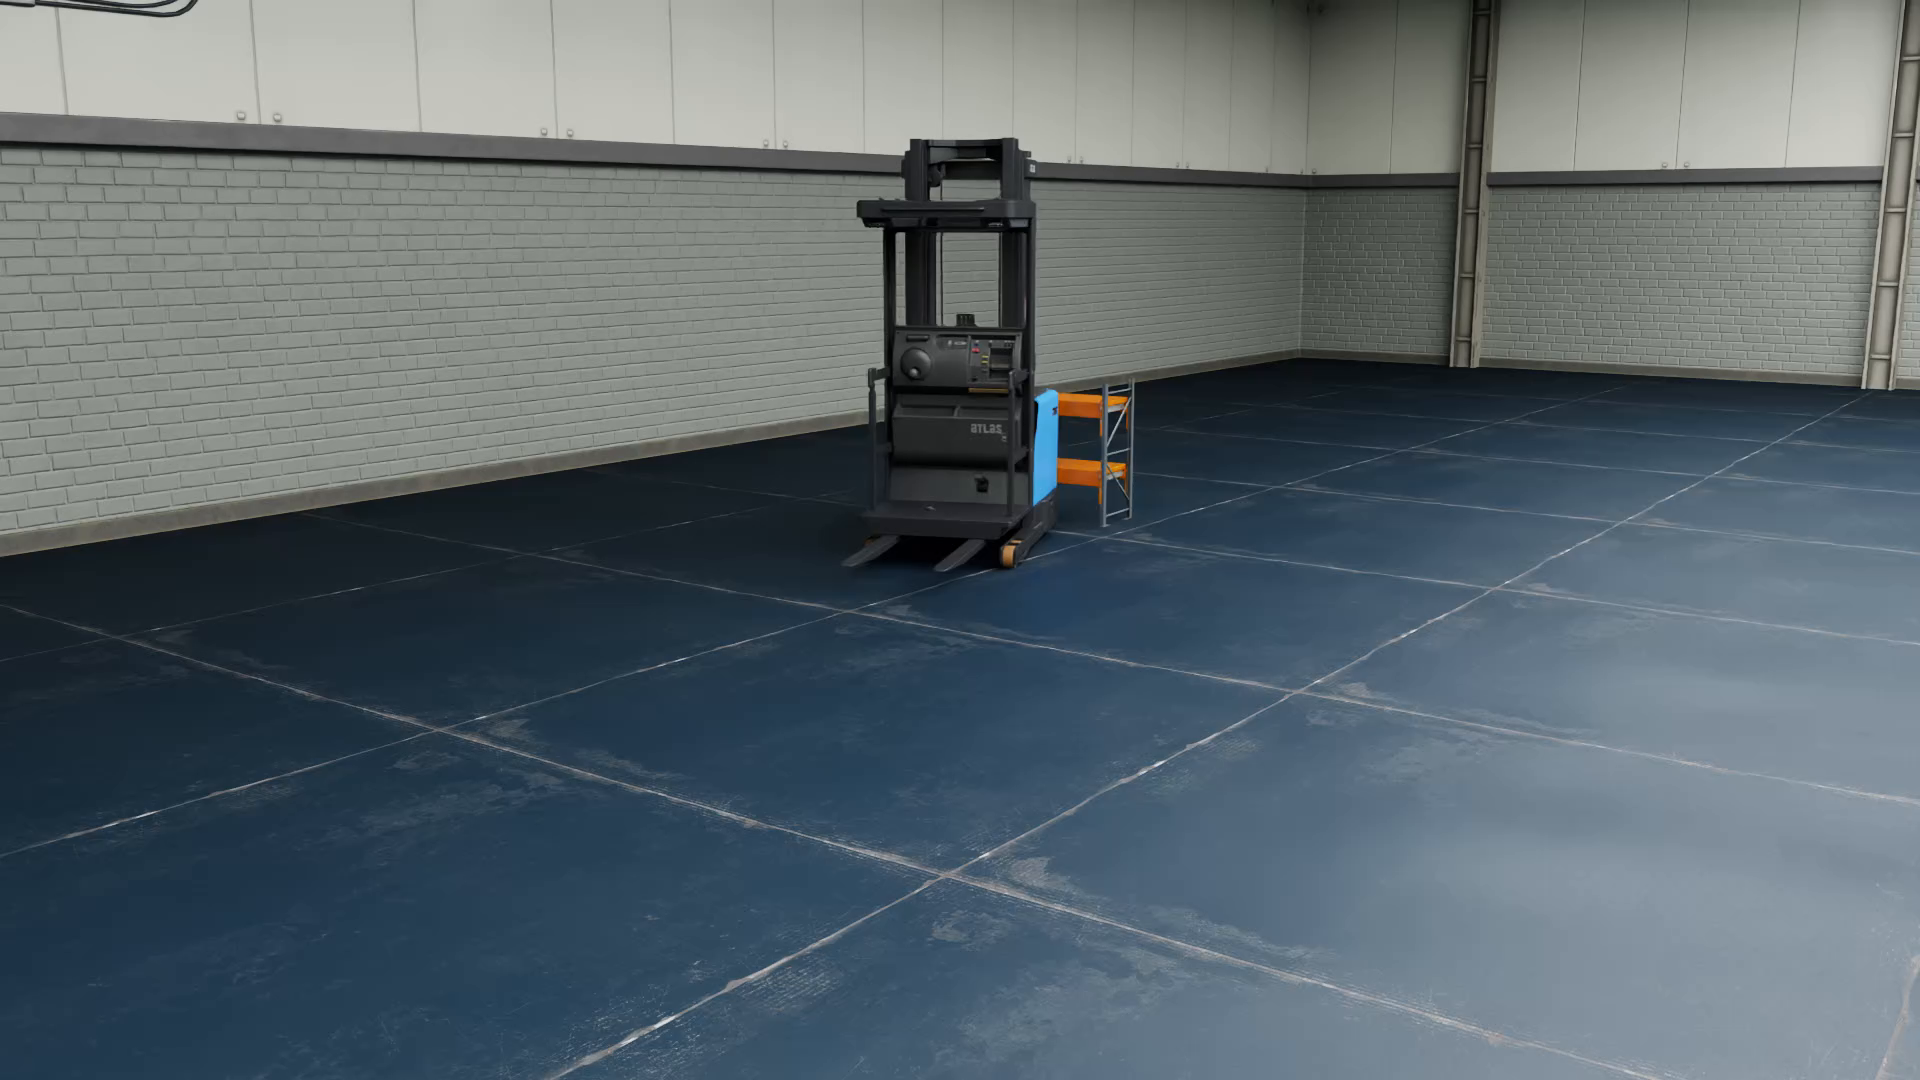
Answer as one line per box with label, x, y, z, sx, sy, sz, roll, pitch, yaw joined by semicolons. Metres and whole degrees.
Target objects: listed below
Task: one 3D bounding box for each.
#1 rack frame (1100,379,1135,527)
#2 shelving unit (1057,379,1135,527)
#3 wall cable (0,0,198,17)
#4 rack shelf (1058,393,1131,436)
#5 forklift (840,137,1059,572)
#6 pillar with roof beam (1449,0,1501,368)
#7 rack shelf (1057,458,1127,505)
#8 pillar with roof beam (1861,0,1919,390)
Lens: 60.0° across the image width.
rack frame;1.245;-0.693;13.152;0.032;1.125;0.500;7;13;32
shelving unit;0.815;-0.745;13.418;1.048;1.125;0.538;7;13;32
wall cable;-6.363;-6.083;11.329;0.169;6.003;2.305;8;13;36
rack shelf;0.815;-1.032;13.362;1.000;0.278;0.538;7;13;32
forklift;-0.068;-1.319;11.632;1.130;2.935;3.031;3;11;13
pillar with roof beam;5.693;-6.592;22.910;0.400;9.000;9.100;8;13;36
rack shelf;0.815;-0.505;13.464;1.000;0.278;0.538;7;13;32
pillar with roof beam;10.529;-5.917;19.424;0.400;9.000;9.100;8;13;36
